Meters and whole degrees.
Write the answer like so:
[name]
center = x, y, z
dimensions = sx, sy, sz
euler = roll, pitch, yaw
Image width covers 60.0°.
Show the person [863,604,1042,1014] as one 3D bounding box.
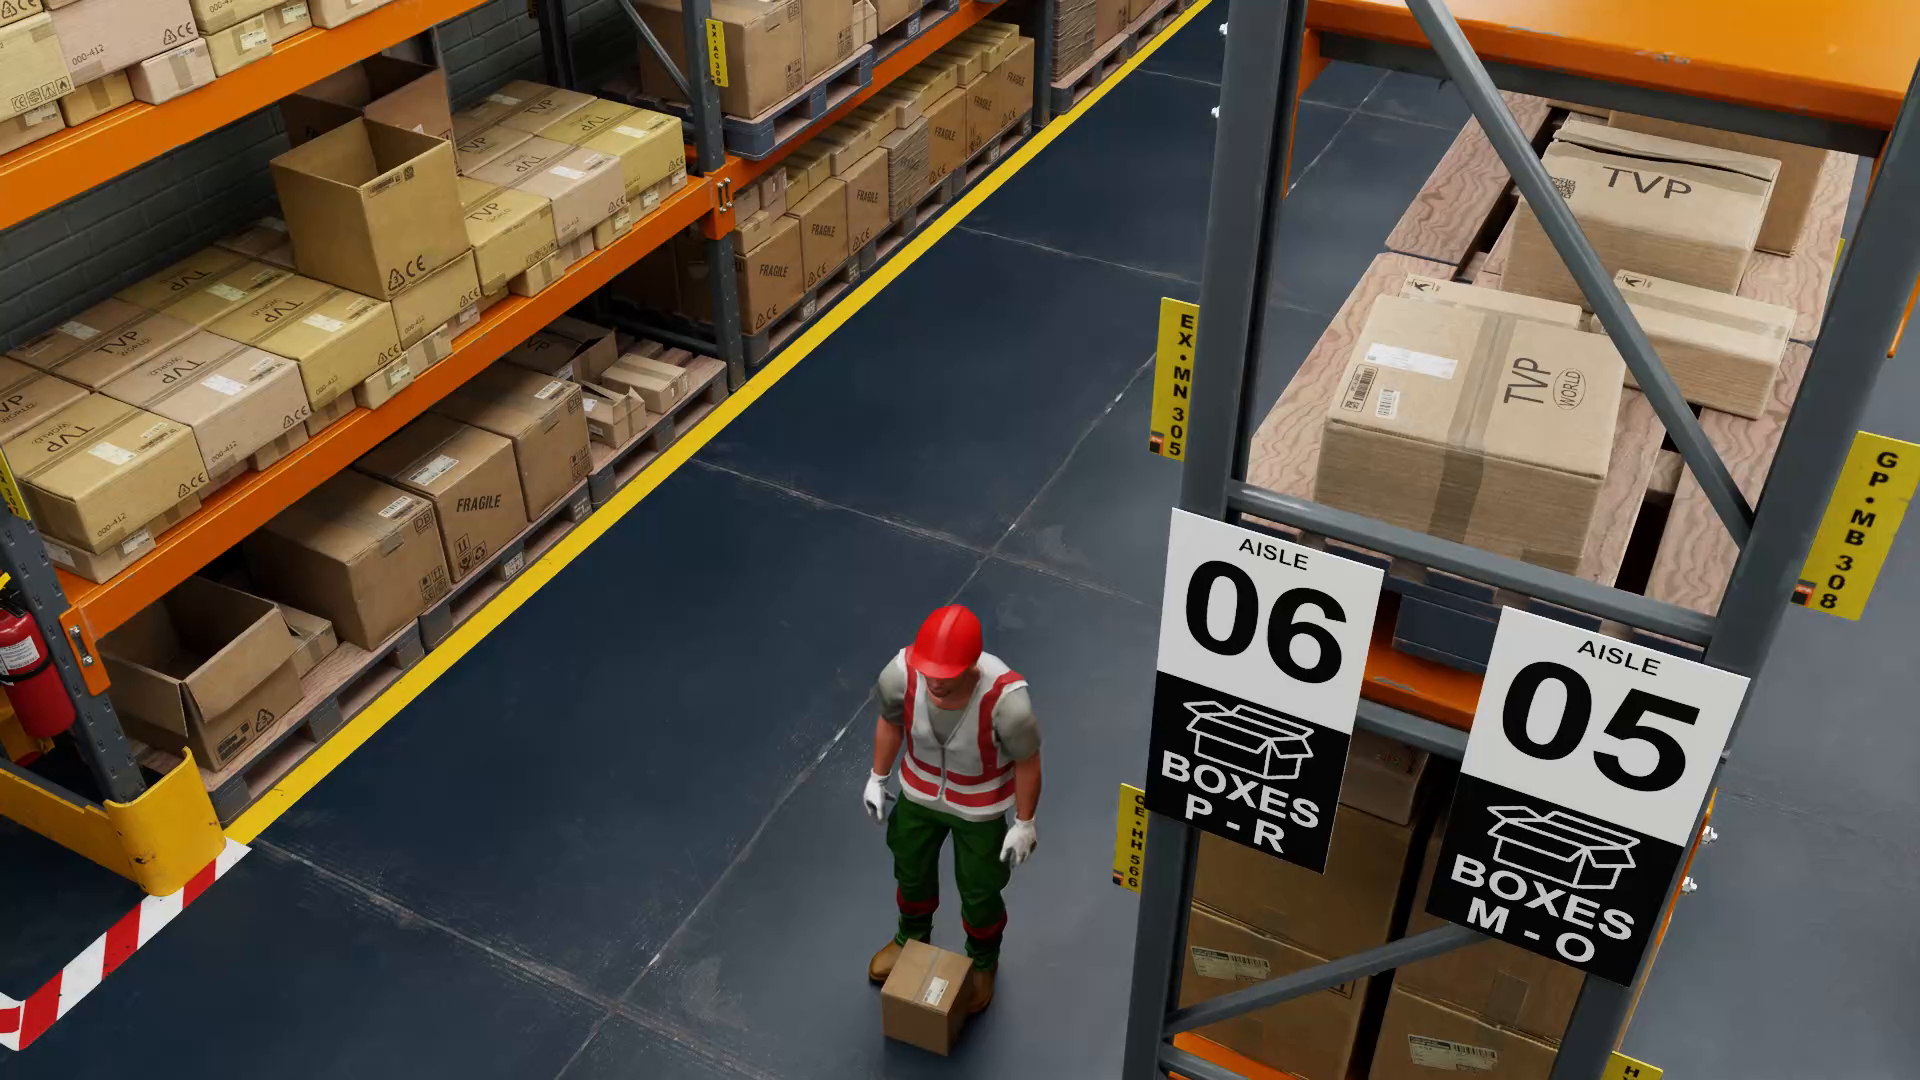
[person]
center = -0.028, 0.887, 5.586
dimensions = 0.623, 1.780, 0.450
euler = 15, 40, 18
